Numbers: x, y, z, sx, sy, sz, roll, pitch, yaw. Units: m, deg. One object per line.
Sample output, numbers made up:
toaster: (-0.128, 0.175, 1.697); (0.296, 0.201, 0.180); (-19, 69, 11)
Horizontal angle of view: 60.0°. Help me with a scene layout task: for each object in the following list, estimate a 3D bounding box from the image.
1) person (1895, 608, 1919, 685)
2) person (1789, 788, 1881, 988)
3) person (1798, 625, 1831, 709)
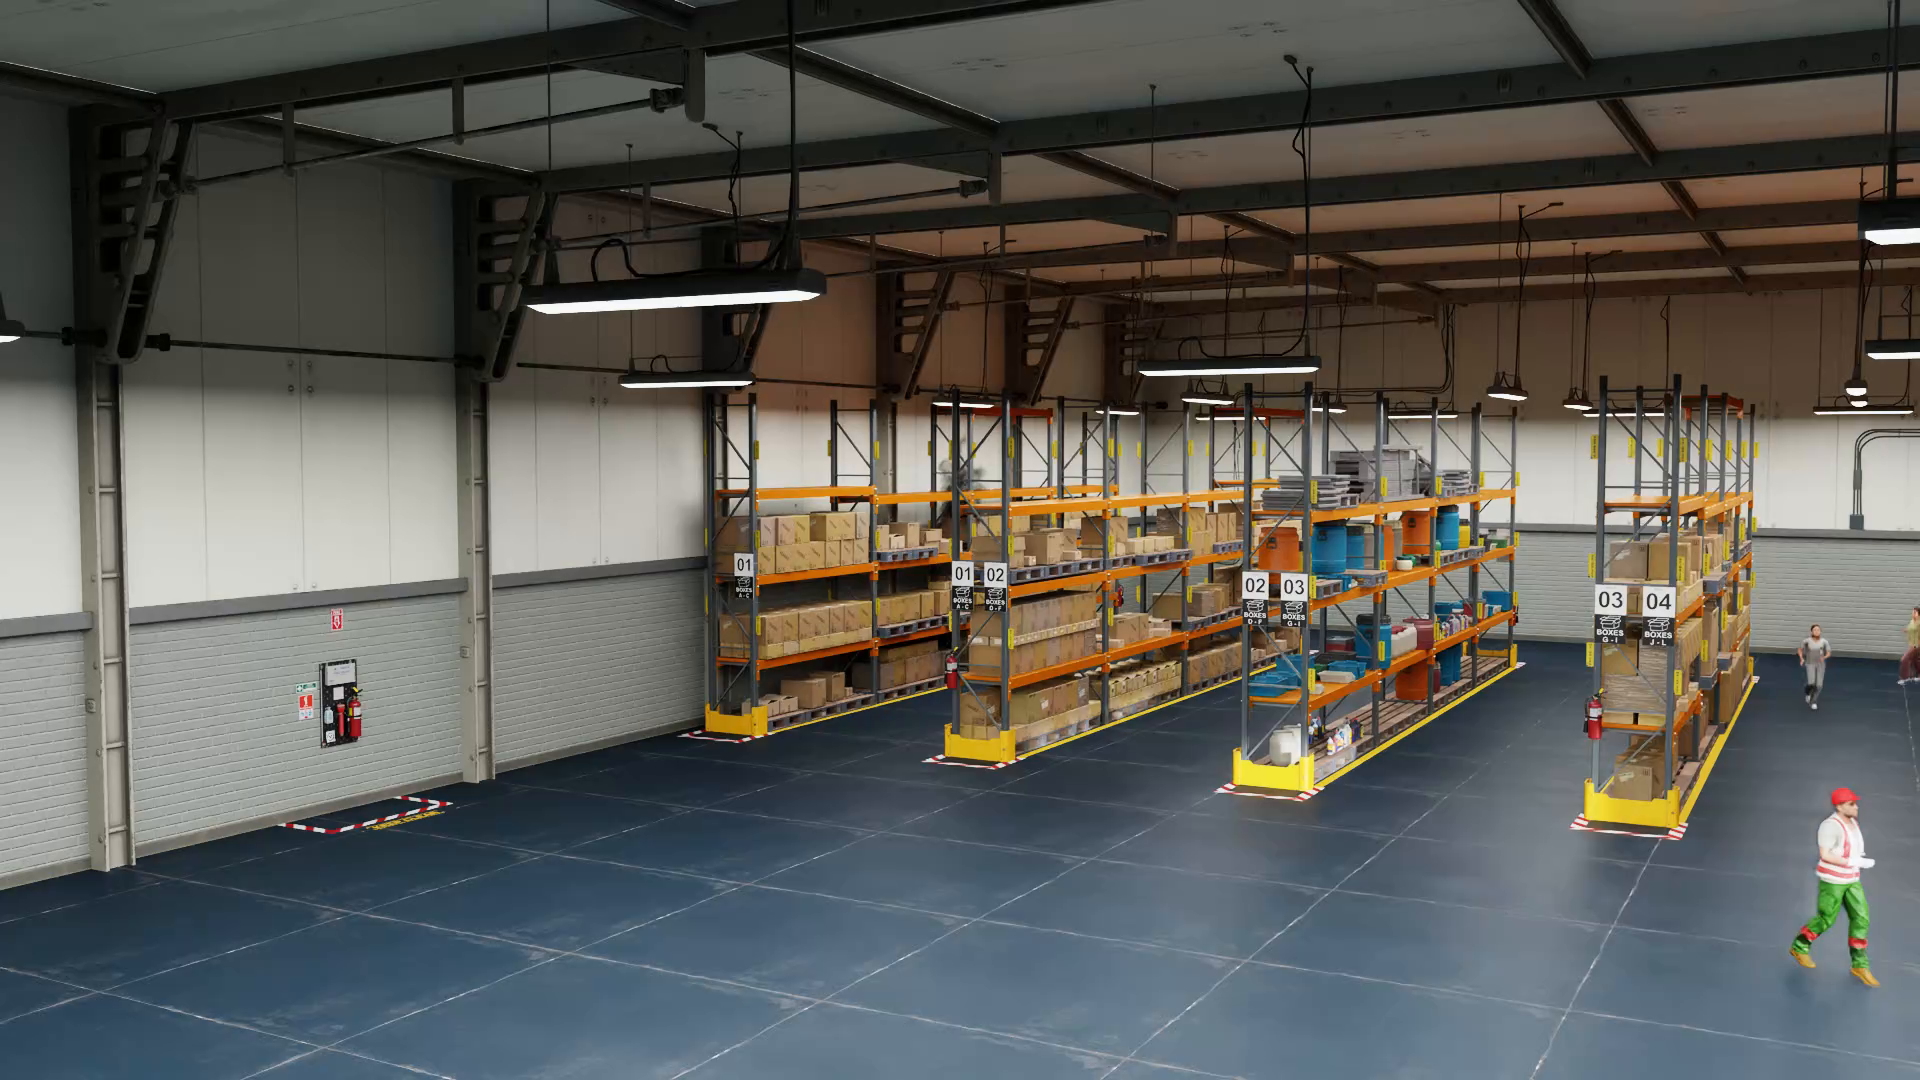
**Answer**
person: (20.342, 2.275, 35.324); (0.709, 1.685, 0.587); (0, 3, 7)
person: (8.316, 3.254, 15.763); (0.681, 1.844, 0.817); (-2, 4, -32)
person: (16.523, 2.452, 32.137); (0.557, 1.630, 0.520); (1, 3, 19)
